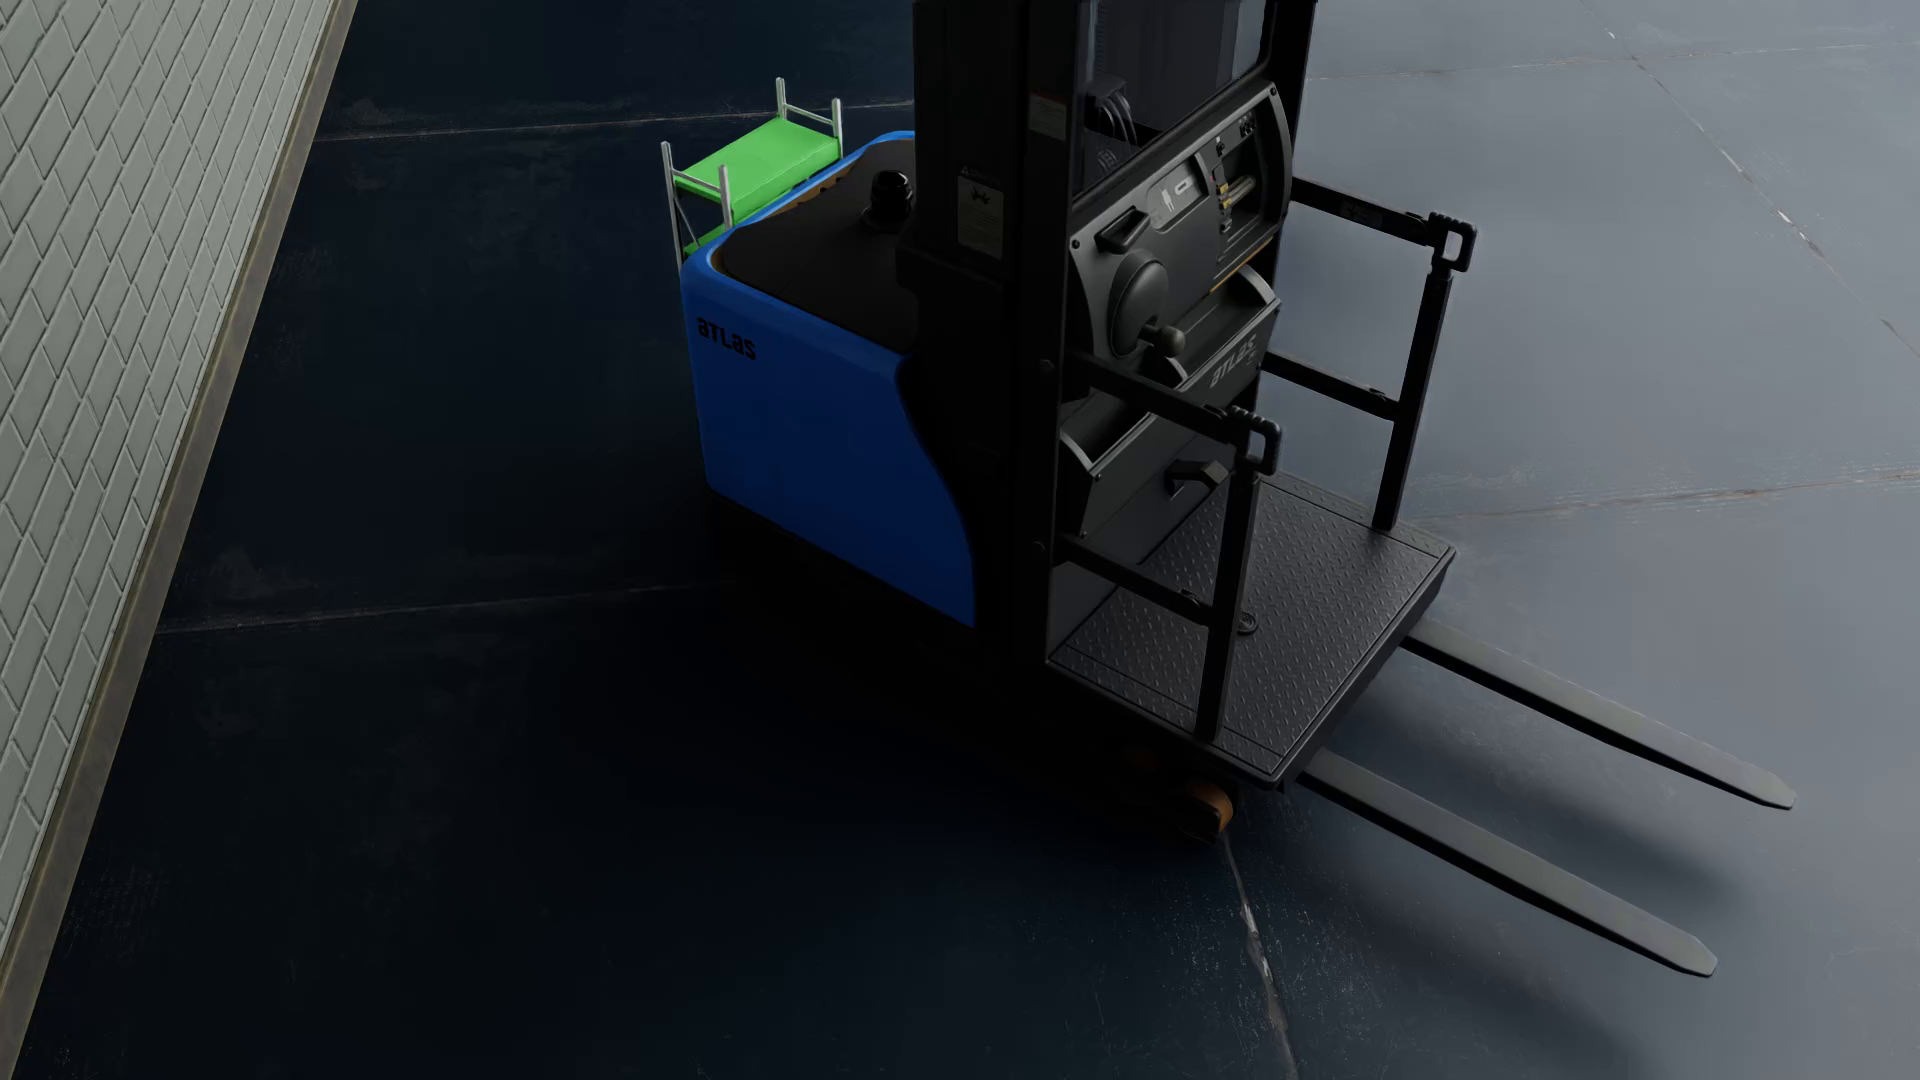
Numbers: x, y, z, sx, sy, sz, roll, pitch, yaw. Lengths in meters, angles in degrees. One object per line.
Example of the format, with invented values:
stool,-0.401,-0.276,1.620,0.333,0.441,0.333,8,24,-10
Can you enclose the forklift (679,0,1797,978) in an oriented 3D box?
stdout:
forklift,0.705,-0.708,3.846,3.031,2.935,1.130,27,48,26

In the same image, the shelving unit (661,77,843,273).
shelving unit,-0.597,-0.762,5.197,0.258,1.200,0.503,26,48,27

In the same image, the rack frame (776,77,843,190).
rack frame,-0.450,-0.893,5.342,0.240,1.200,0.015,26,48,27

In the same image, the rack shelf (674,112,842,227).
rack shelf,-0.599,-1.072,4.920,0.258,0.148,0.480,26,48,27

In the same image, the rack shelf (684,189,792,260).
rack shelf,-0.598,-0.893,5.080,0.258,0.148,0.480,26,48,27

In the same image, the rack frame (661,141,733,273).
rack frame,-0.743,-0.631,5.052,0.240,1.200,0.015,26,48,27
